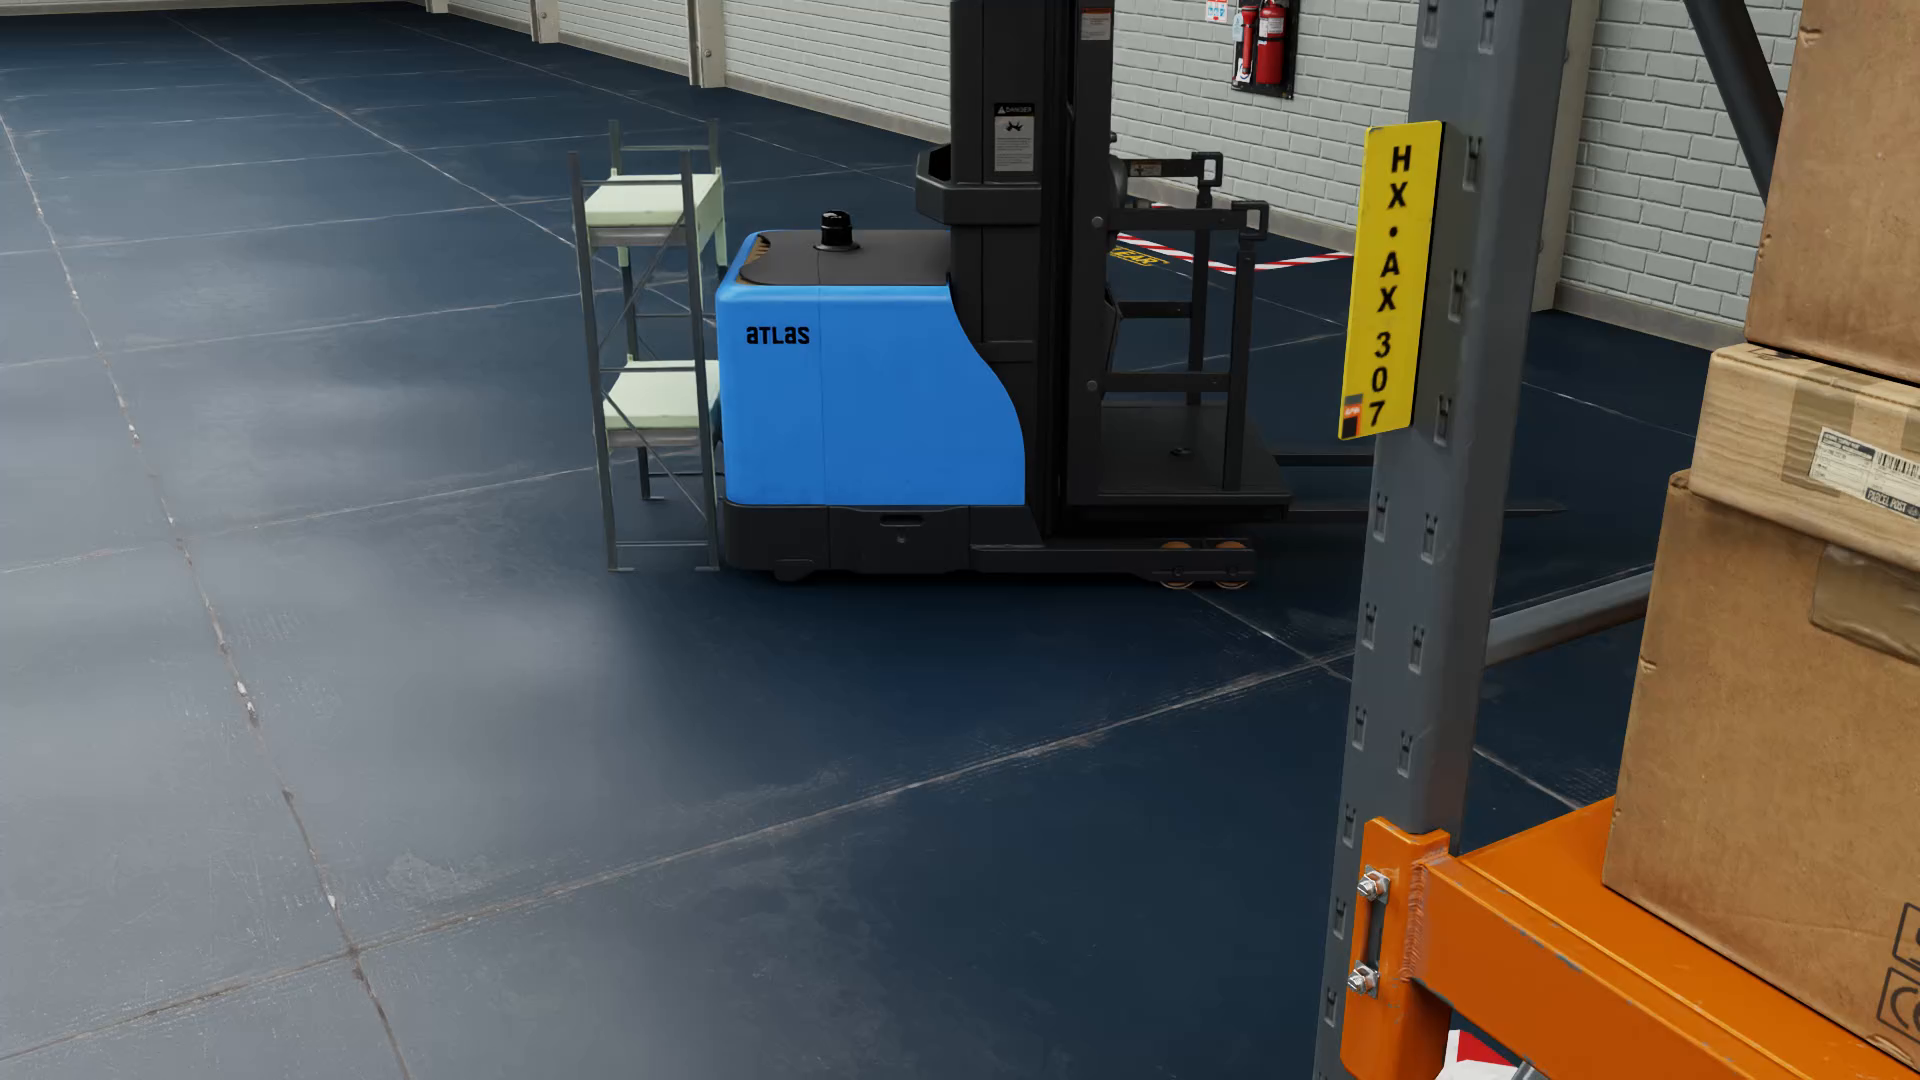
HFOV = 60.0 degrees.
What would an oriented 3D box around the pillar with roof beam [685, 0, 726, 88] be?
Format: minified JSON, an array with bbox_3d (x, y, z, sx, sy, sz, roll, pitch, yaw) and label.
[{"bbox_3d":[-6.612,-8.605,15.530,9.100,9.000,0.400,-13,25,-28],"label":"pillar with roof beam"}]

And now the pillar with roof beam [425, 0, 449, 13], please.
[{"bbox_3d":[-12.742,-12.489,25.087,9.100,9.000,0.400,-13,25,-28],"label":"pillar with roof beam"}]

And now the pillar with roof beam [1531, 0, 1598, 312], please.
[{"bbox_3d":[-0.482,-4.720,5.973,9.100,9.000,0.400,-13,25,-28],"label":"pillar with roof beam"}]

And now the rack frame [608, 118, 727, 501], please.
[{"bbox_3d":[-1.091,-0.861,6.432,0.400,1.500,0.023,-1,22,-1],"label":"rack frame"}]

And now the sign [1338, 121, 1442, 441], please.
[{"bbox_3d":[0.445,-0.266,1.727,0.100,0.325,0.005,-13,25,-28],"label":"sign"}]

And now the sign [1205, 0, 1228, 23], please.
[{"bbox_3d":[1.795,-3.792,11.609,0.001,0.329,0.234,-13,25,-28],"label":"sign"}]

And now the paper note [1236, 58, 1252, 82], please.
[{"bbox_3d":[1.958,-3.239,11.466,0.016,0.148,0.142,-13,25,-28],"label":"paper note"}]

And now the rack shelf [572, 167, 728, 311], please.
[{"bbox_3d":[-1.090,-1.085,5.946,0.431,0.370,0.720,-1,22,-1],"label":"rack shelf"}]

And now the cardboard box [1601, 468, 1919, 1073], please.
[{"bbox_3d":[1.153,0.174,1.766,0.700,0.500,0.500,-13,25,-28],"label":"cardboard box"}]

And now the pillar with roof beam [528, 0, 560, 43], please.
[{"bbox_3d":[-9.677,-10.547,20.309,9.100,9.000,0.400,-13,25,-28],"label":"pillar with roof beam"}]

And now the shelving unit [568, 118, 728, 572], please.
[{"bbox_3d":[-1.086,-0.723,6.093,0.431,1.500,0.755,-1,22,-1],"label":"shelving unit"}]

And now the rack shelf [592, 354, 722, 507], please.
[{"bbox_3d":[-1.083,-0.421,6.215,0.431,0.370,0.720,-1,22,-1],"label":"rack shelf"}]

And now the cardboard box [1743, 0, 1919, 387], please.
[{"bbox_3d":[1.180,-0.409,1.480,0.700,0.500,0.500,-13,25,-28],"label":"cardboard box"}]

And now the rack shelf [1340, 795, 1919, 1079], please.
[{"bbox_3d":[1.947,1.048,0.705,1.077,0.370,4.000,-13,25,-28],"label":"rack shelf"}]

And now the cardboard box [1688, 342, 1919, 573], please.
[{"bbox_3d":[0.941,-0.111,1.607,0.380,0.149,0.250,-13,25,-29],"label":"cardboard box"}]

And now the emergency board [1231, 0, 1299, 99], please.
[{"bbox_3d":[1.989,-3.576,11.126,0.194,1.169,0.643,-13,25,-28],"label":"emergency board"}]

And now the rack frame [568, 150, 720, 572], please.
[{"bbox_3d":[-1.081,-0.585,5.754,0.400,1.500,0.023,-1,22,-1],"label":"rack frame"}]

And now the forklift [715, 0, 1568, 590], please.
[{"bbox_3d":[0.676,-1.384,5.824,3.031,2.935,1.130,0,22,0],"label":"forklift"}]
